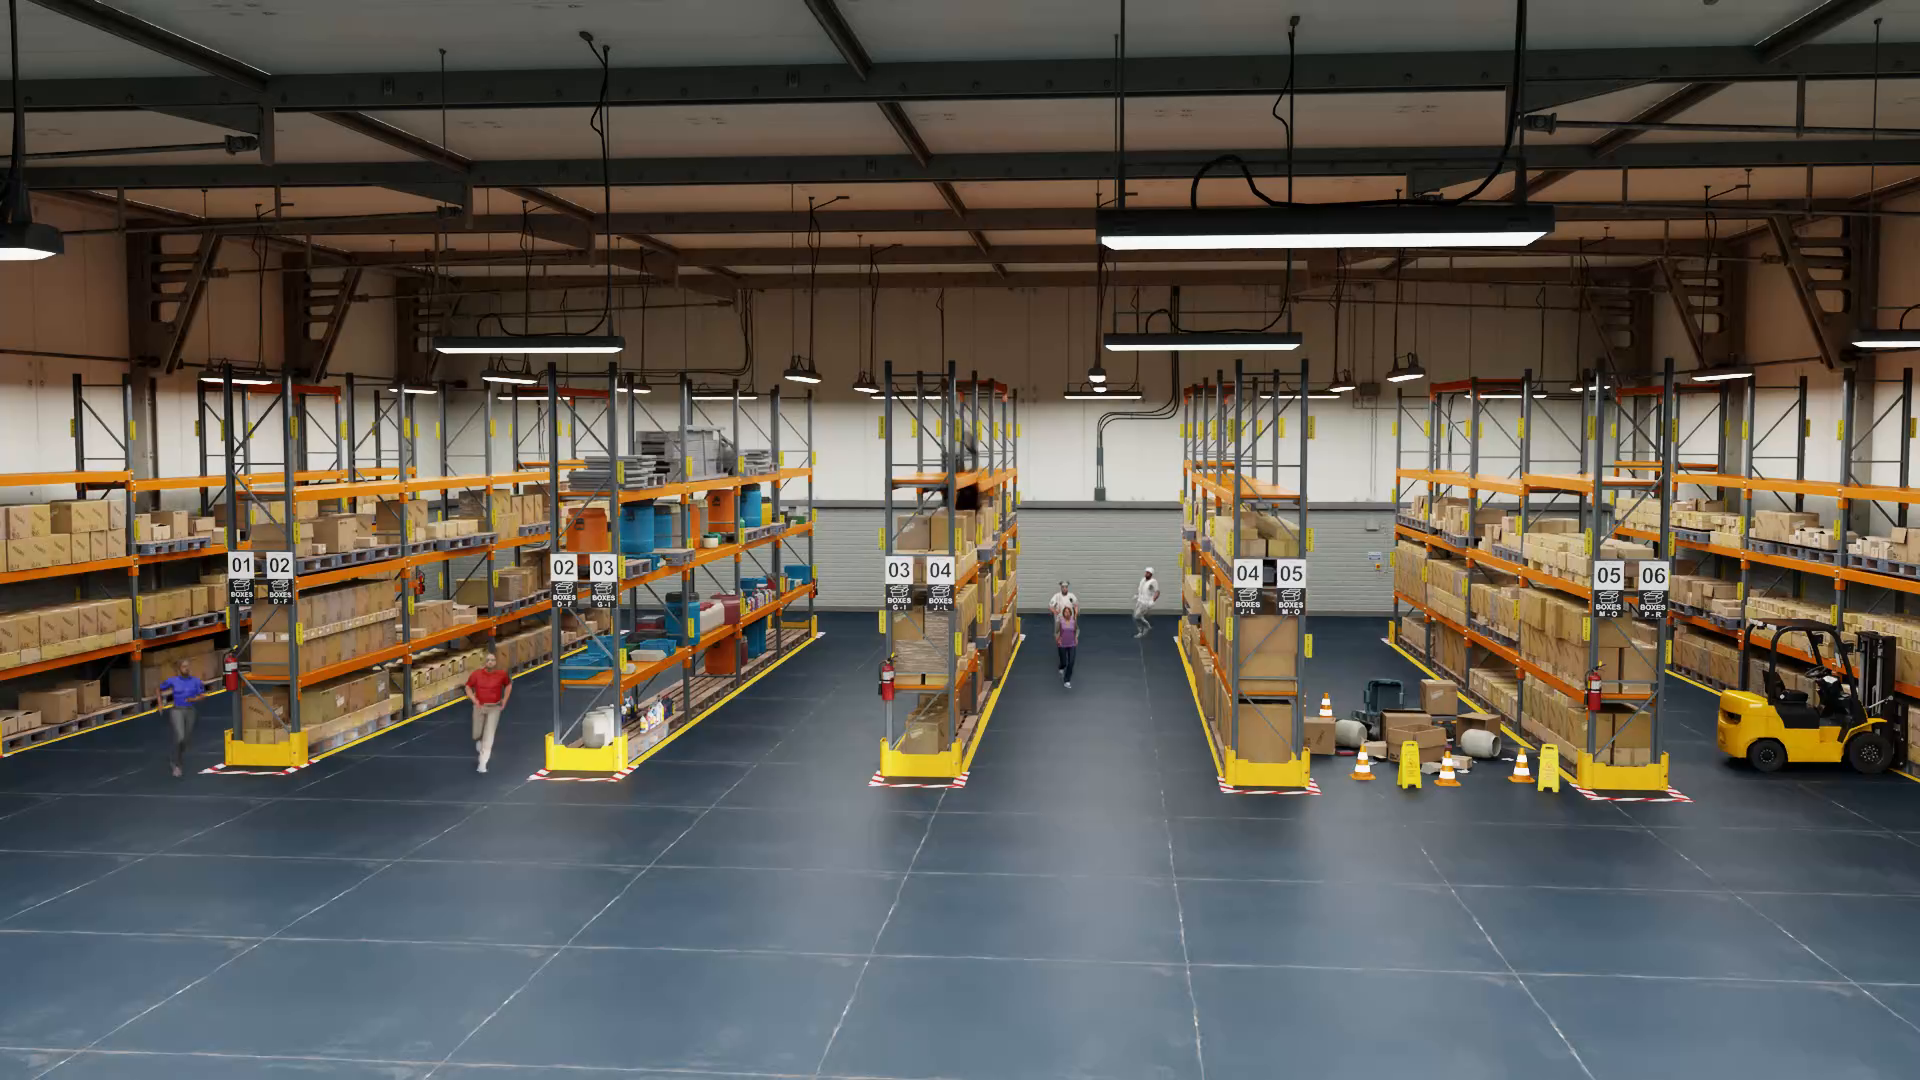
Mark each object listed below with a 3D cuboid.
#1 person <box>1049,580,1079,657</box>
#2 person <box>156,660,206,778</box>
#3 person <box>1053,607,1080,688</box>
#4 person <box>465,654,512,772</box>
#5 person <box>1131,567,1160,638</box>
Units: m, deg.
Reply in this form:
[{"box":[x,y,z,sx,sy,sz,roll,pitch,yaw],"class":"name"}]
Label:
[{"box":[2.271,1.743,36.244,0.664,1.746,0.752,0,4,-1],"class":"person"},{"box":[-11.363,2.608,24.305,0.644,1.694,0.610,3,5,43],"class":"person"},{"box":[2.091,2.087,32.564,0.537,1.573,0.690,0,4,-7],"class":"person"},{"box":[-7.043,2.554,24.848,0.674,1.728,0.980,-1,4,-12],"class":"person"},{"box":[4.418,1.511,40.099,0.522,1.722,0.729,-2,4,-25],"class":"person"}]
